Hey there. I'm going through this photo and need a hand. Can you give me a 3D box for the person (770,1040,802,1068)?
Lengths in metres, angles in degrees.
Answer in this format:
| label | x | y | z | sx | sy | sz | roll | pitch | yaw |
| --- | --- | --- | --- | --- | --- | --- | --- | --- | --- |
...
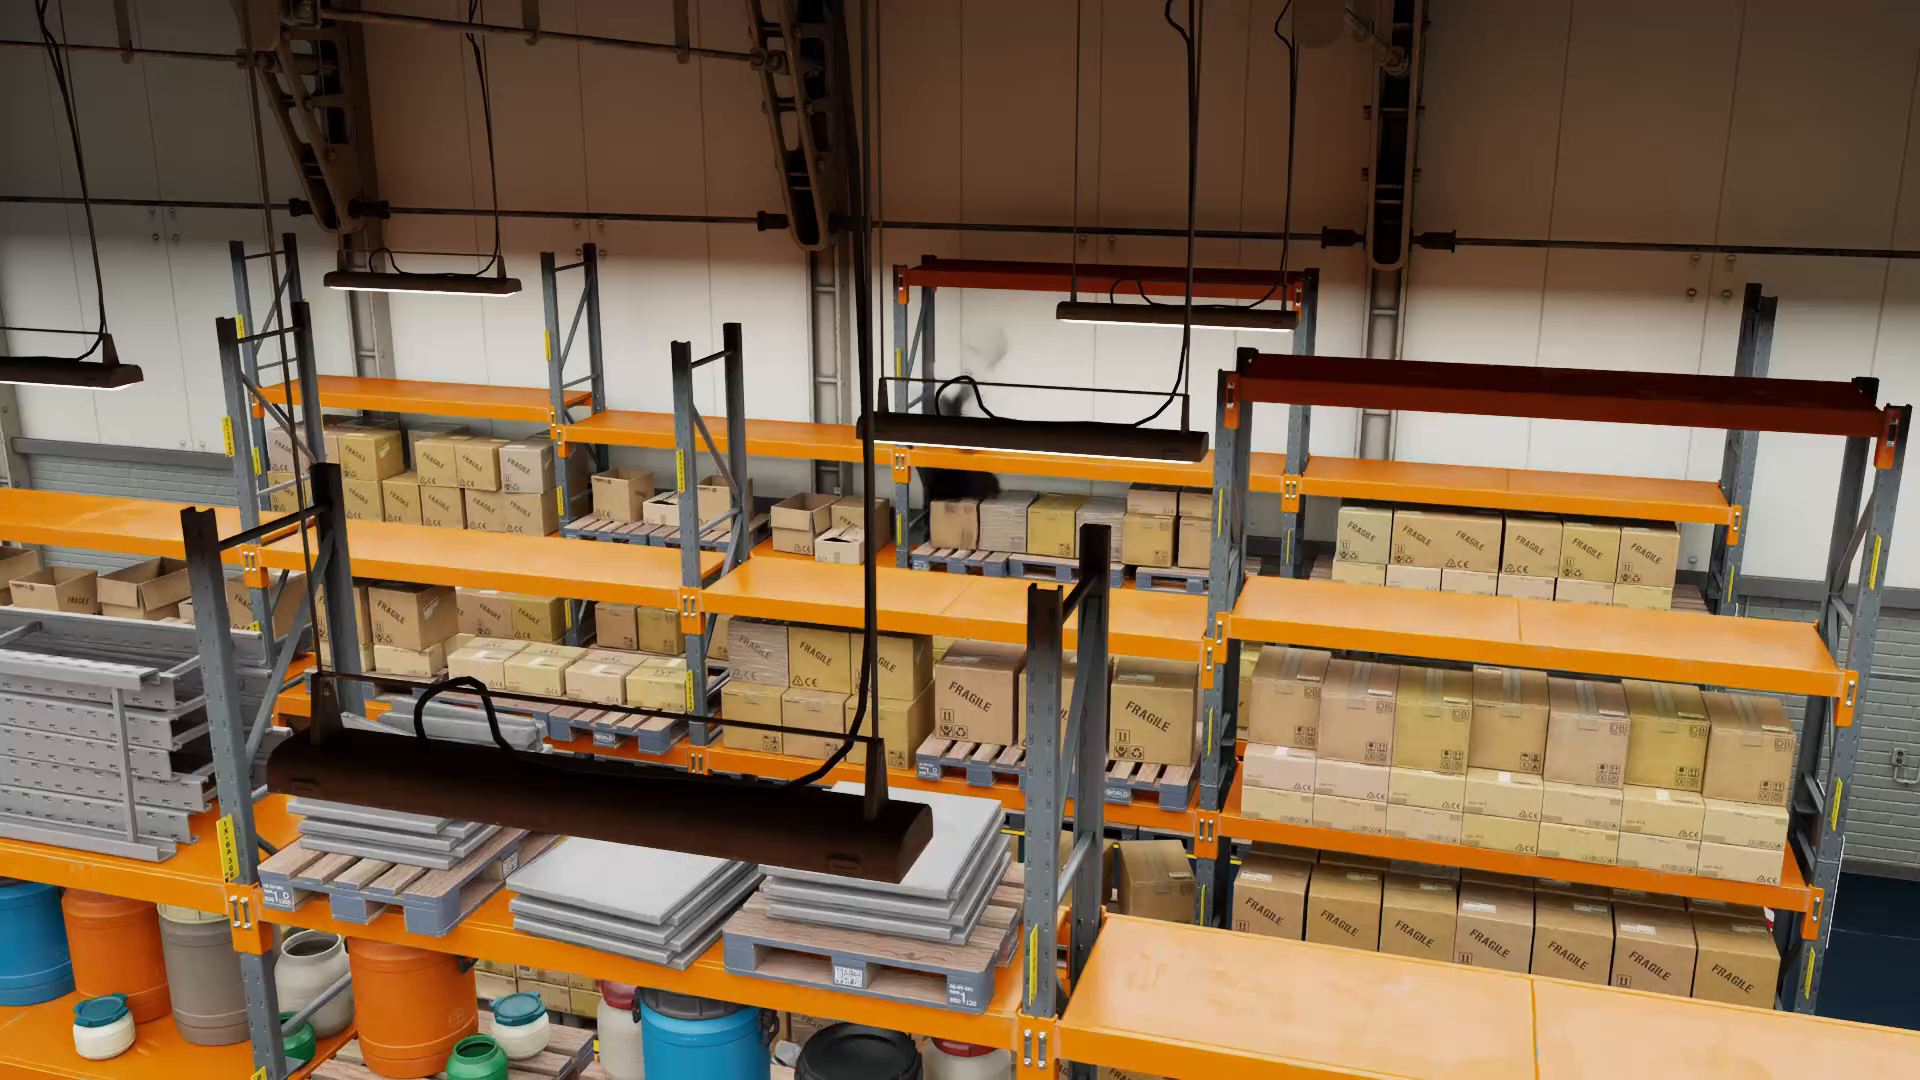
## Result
| label | x | y | z | sx | sy | sz | roll | pitch | yaw |
| --- | --- | --- | --- | --- | --- | --- | --- | --- | --- |
| person | -1.157 | 4.171 | 11.319 | 0.696 | 1.671 | 0.617 | 1 | 16 | 4 |
